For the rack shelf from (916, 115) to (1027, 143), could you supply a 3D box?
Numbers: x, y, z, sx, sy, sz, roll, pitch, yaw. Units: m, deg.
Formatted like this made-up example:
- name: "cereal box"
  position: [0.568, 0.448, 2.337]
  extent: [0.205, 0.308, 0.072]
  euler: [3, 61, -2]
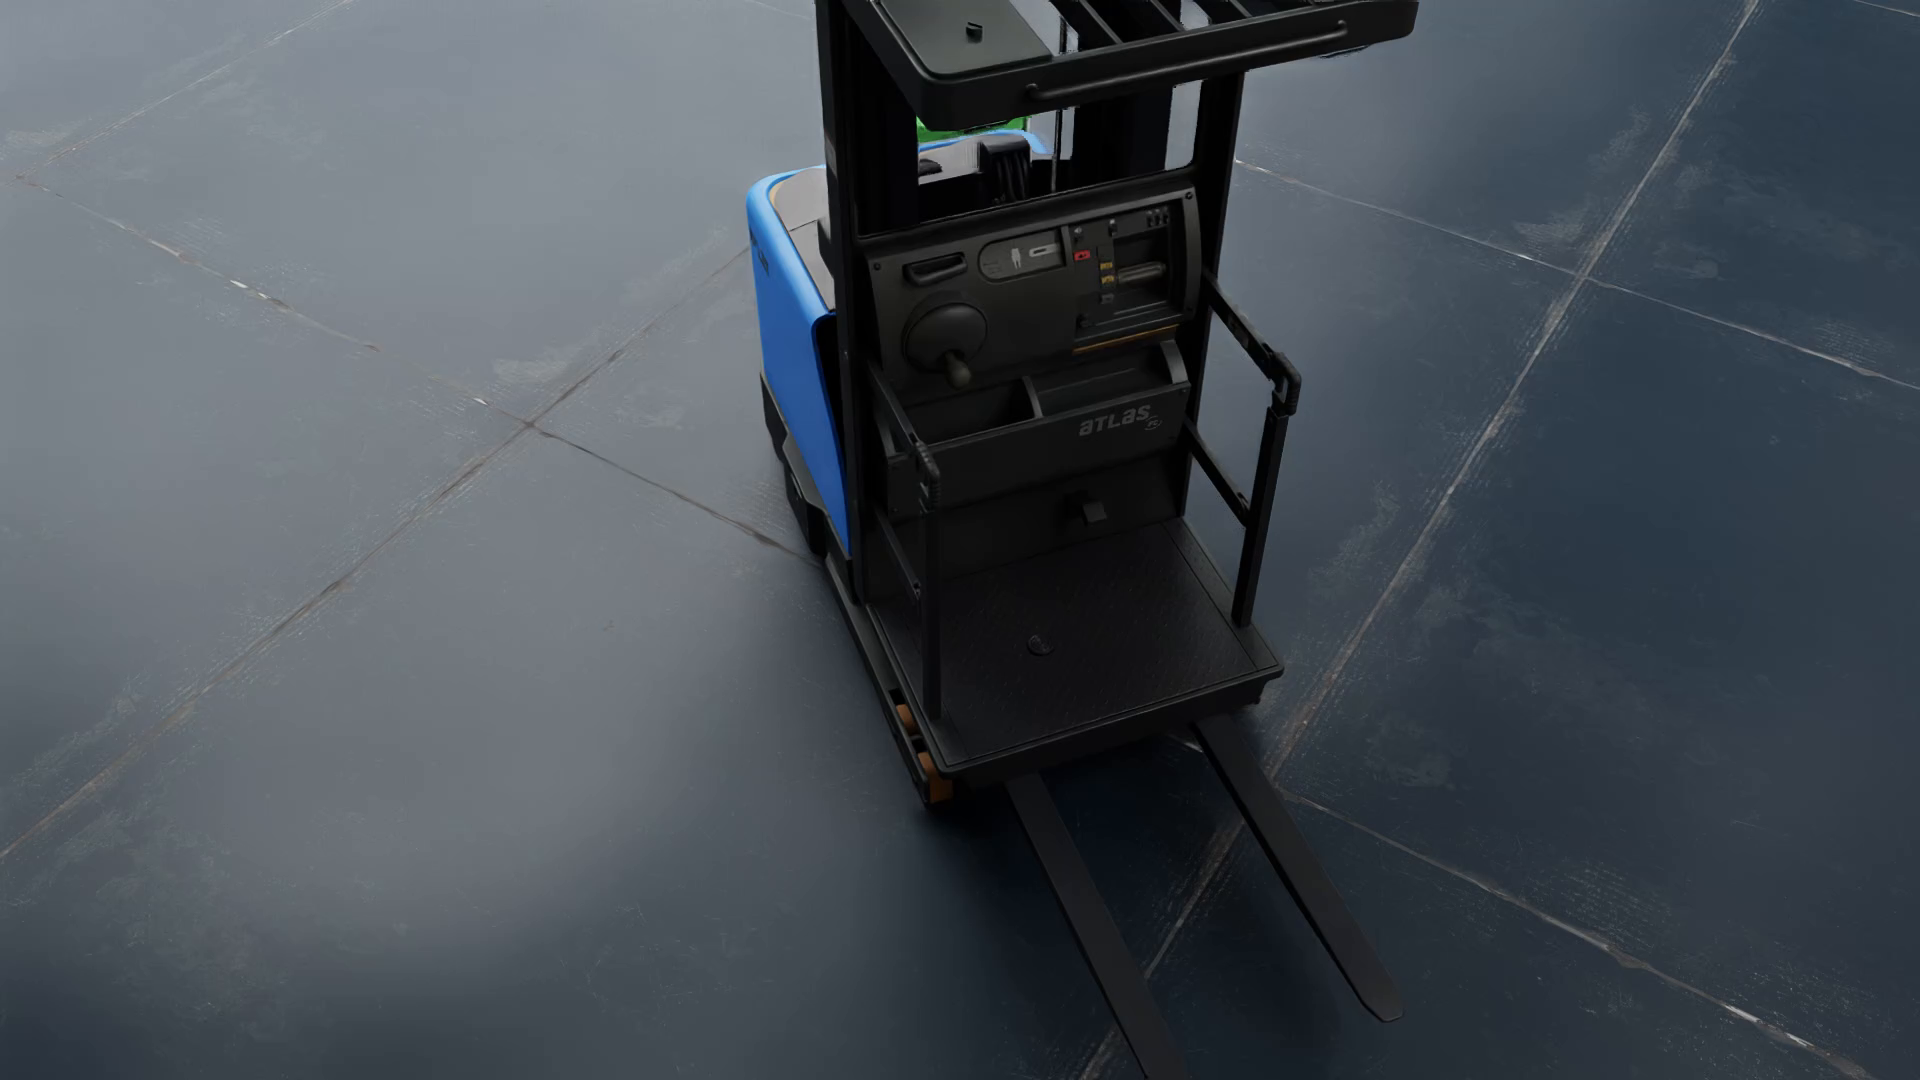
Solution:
- name: "rack shelf"
  position: [-0.036, -1.458, 5.749]
  extent: [0.480, 0.148, 0.258]
  euler: [-11, 47, -11]

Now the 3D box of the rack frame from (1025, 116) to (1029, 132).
- name: "rack frame"
  position: [0.200, -1.213, 6.091]
  extent: [0.015, 1.200, 0.240]
  euler: [-11, 47, -11]

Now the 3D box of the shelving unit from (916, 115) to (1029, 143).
- name: "shelving unit"
  position: [-0.036, -1.167, 6.046]
  extent: [0.503, 1.200, 0.258]
  euler: [-11, 47, -11]

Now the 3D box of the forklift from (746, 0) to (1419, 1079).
- name: "forklift"
  position: [0.287, -0.578, 4.268]
  extent: [1.130, 2.935, 3.031]
  euler: [-15, 48, -14]
